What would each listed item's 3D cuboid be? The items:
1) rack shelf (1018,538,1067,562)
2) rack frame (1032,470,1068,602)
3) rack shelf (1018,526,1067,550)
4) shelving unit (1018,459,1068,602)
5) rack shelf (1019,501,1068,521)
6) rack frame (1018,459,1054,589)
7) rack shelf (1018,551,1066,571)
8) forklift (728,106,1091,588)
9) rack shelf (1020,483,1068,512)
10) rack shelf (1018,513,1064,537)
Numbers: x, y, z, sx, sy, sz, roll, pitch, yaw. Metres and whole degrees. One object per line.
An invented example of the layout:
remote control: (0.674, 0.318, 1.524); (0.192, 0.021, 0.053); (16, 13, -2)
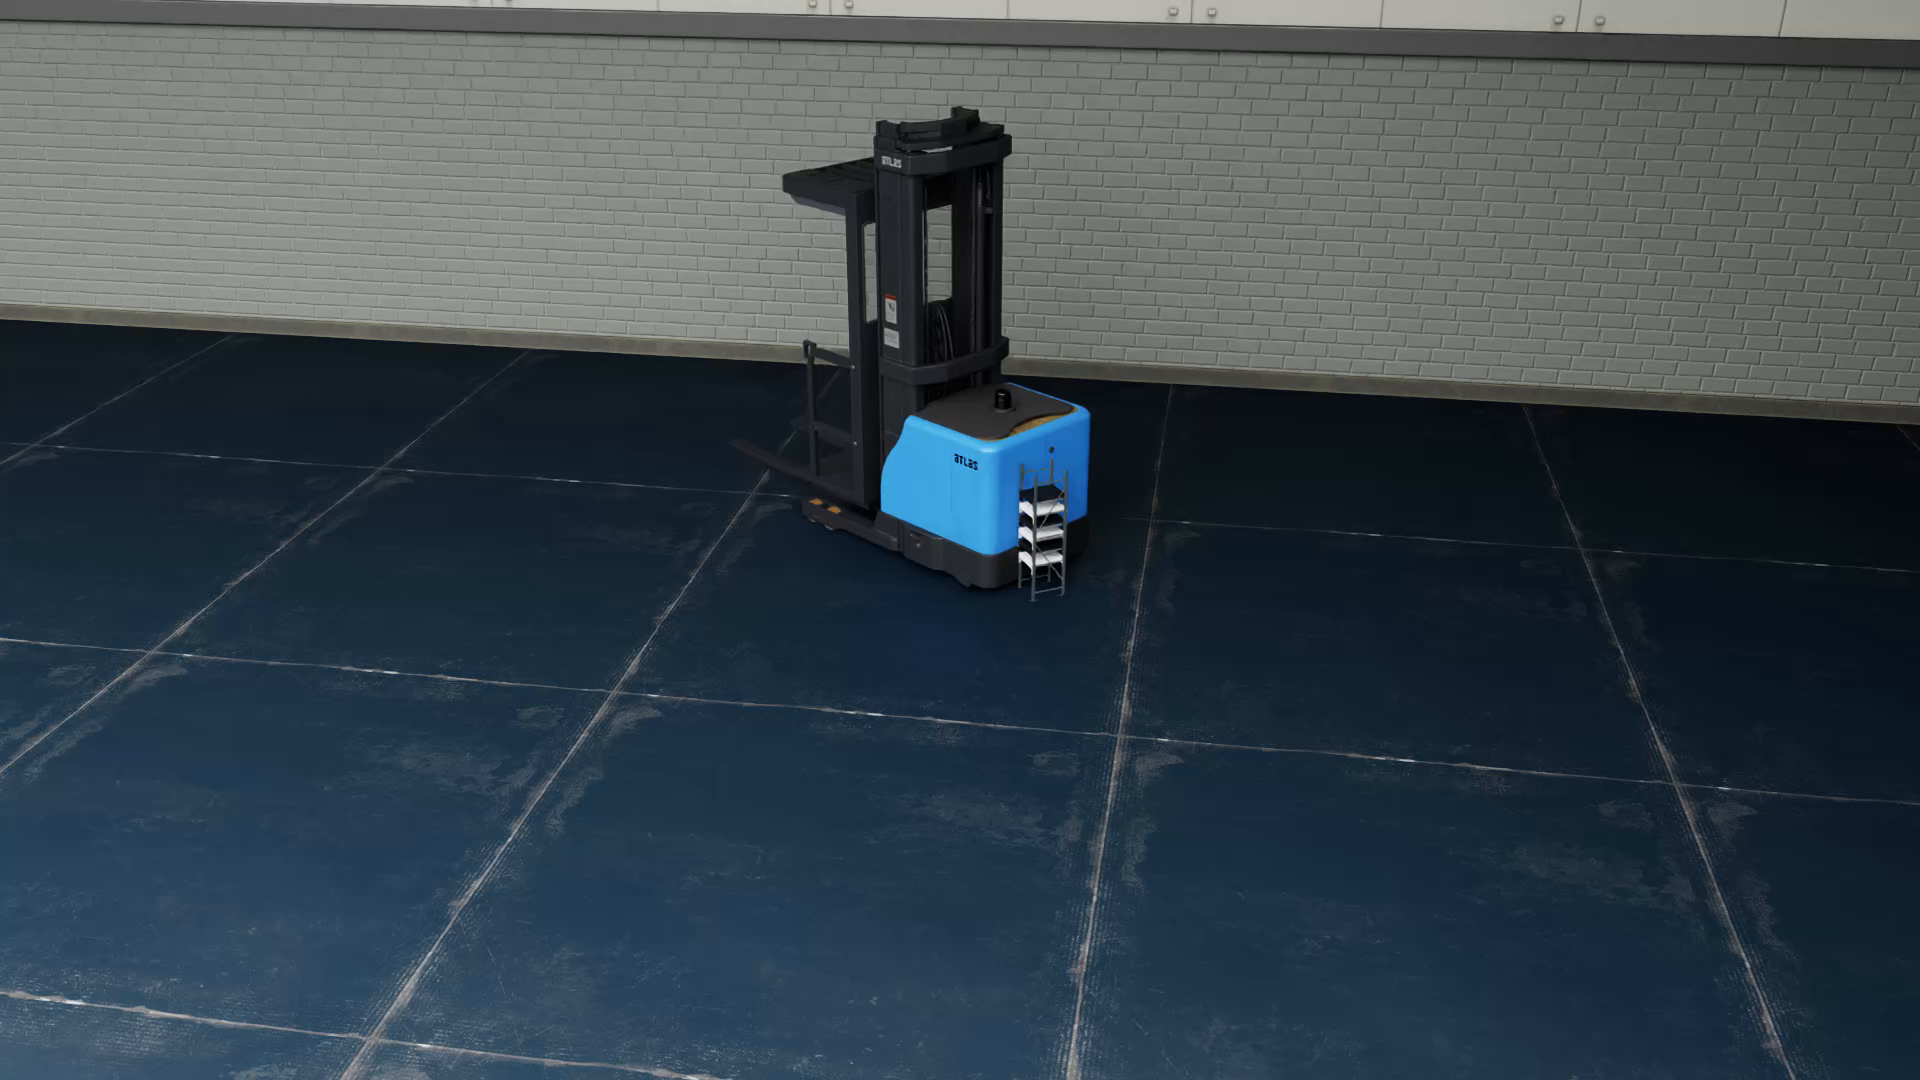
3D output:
rack shelf: (0.540, 0.051, 10.914); (0.258, 0.077, 0.200); (-11, 27, -22)
rack frame: (0.582, -0.021, 10.778); (0.240, 0.900, 0.006); (-11, 27, -22)
rack shelf: (0.540, -0.030, 10.876); (0.258, 0.077, 0.200); (-11, 27, -22)
shelving unit: (0.540, -0.061, 10.862); (0.258, 0.900, 0.210); (-11, 27, -22)
rack shelf: (0.540, -0.193, 10.799); (0.258, 0.077, 0.200); (-11, 27, -22)
rack frame: (0.499, -0.100, 10.946); (0.240, 0.900, 0.006); (-11, 27, -22)
rack shelf: (0.540, 0.132, 10.952); (0.258, 0.077, 0.200); (-11, 27, -22)
forklift: (-0.502, -1.536, 11.619); (1.130, 2.935, 3.031); (-23, 33, -40)
rack shelf: (0.540, -0.275, 10.761); (0.258, 0.077, 0.200); (-11, 27, -22)
rack shelf: (0.540, -0.112, 10.838); (0.258, 0.077, 0.200); (-11, 27, -22)
